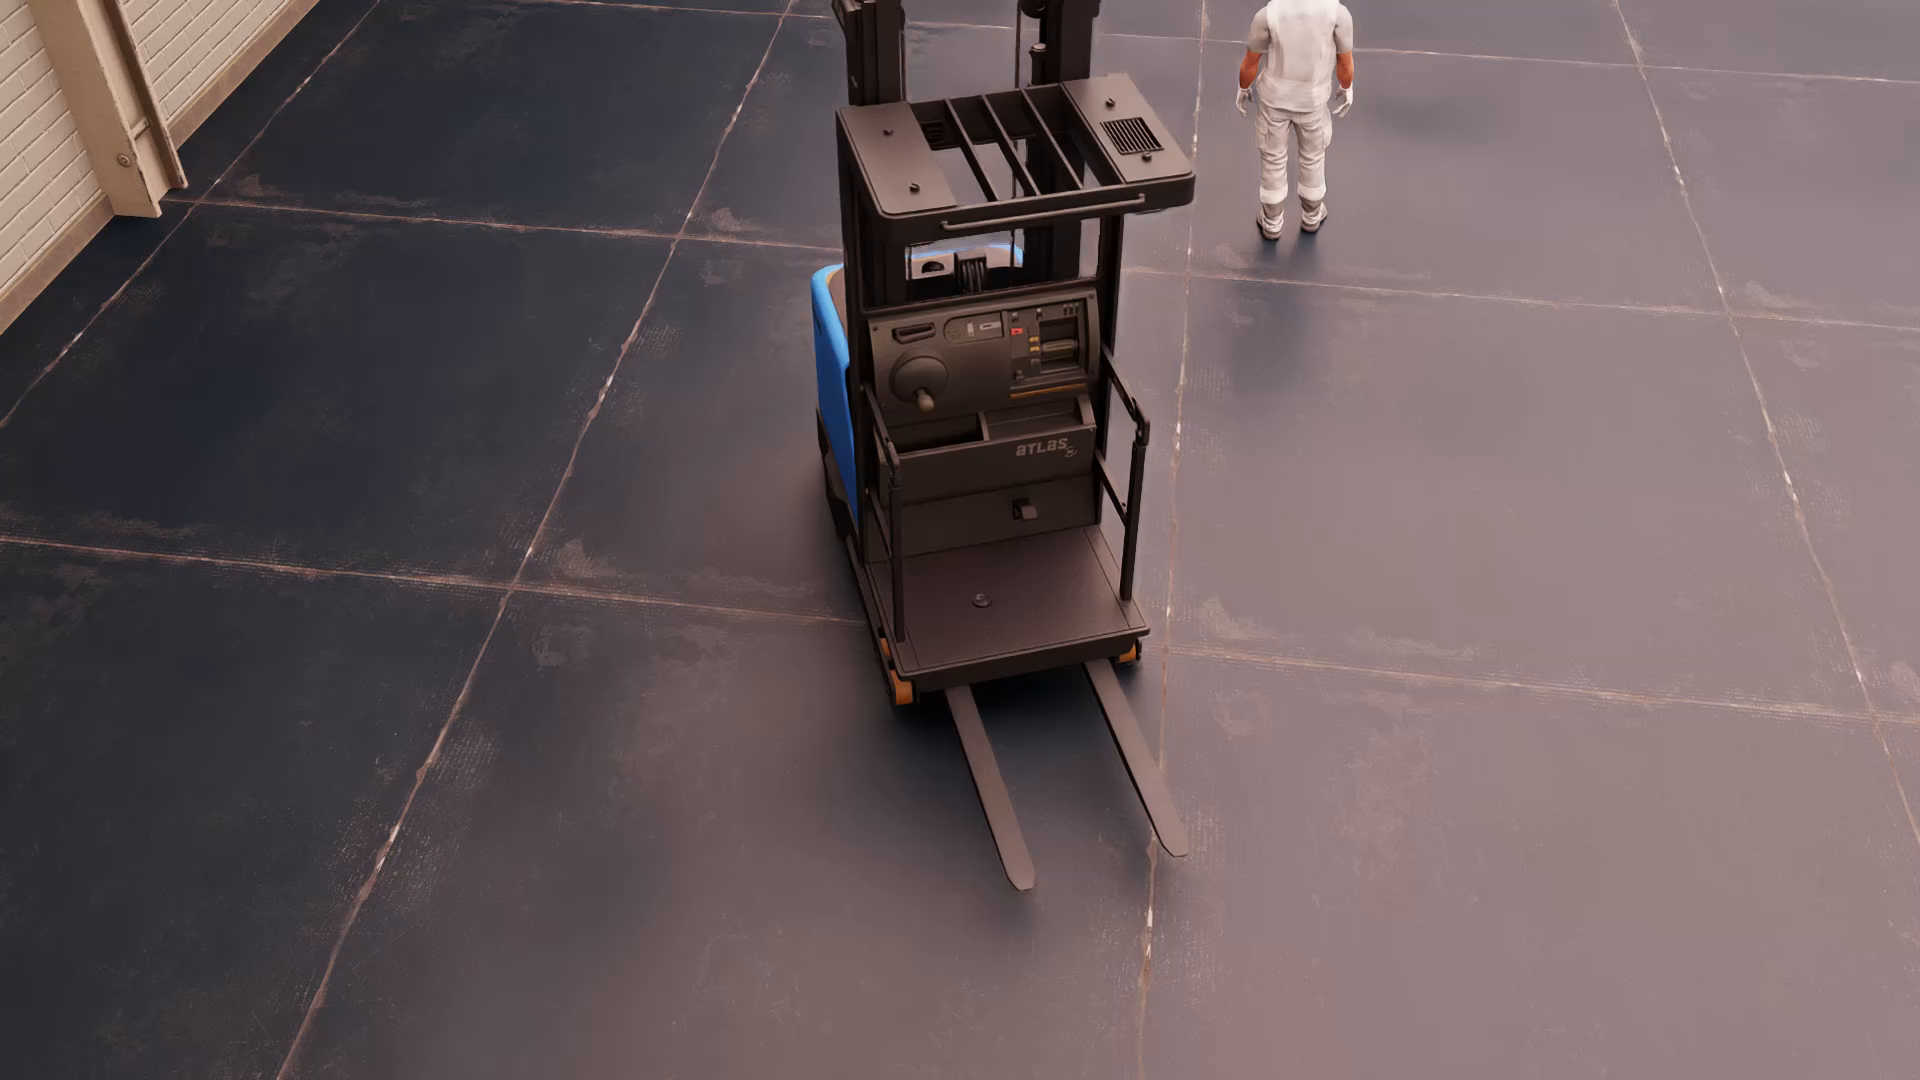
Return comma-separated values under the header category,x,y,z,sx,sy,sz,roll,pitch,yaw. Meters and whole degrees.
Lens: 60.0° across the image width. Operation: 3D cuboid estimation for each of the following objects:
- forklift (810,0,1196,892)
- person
category,x,y,z,sx,sy,sz,roll,pitch,yaw
forklift,0.159,-0.664,6.448,1.130,2.935,3.031,-10,44,-11
person,1.871,-2.512,9.292,0.637,1.787,0.564,6,43,6
